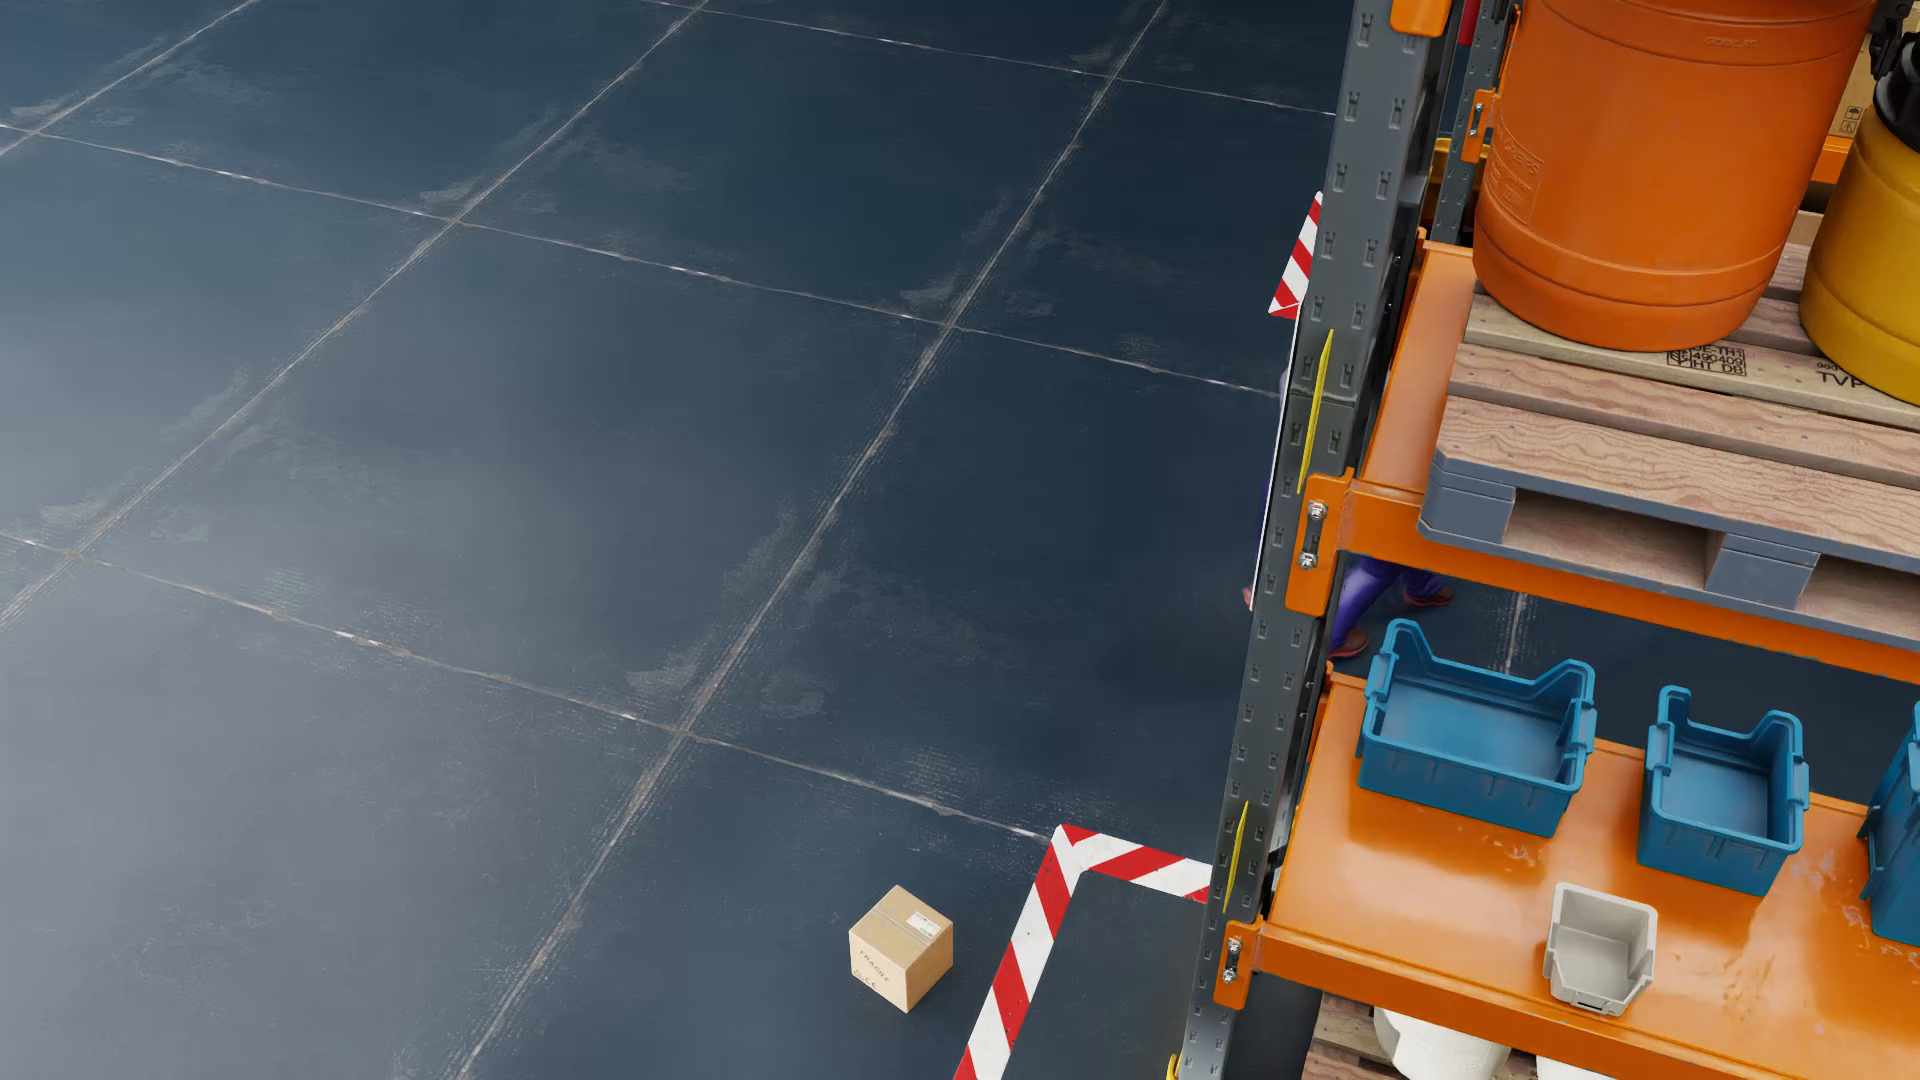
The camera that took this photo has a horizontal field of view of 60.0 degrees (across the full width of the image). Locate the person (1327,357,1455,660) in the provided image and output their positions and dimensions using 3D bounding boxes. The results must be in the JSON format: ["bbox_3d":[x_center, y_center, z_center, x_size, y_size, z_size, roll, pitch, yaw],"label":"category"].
[{"bbox_3d":[1.783,-0.199,6.404,0.807,1.666,0.518,-11,43,-12],"label":"person"}]
